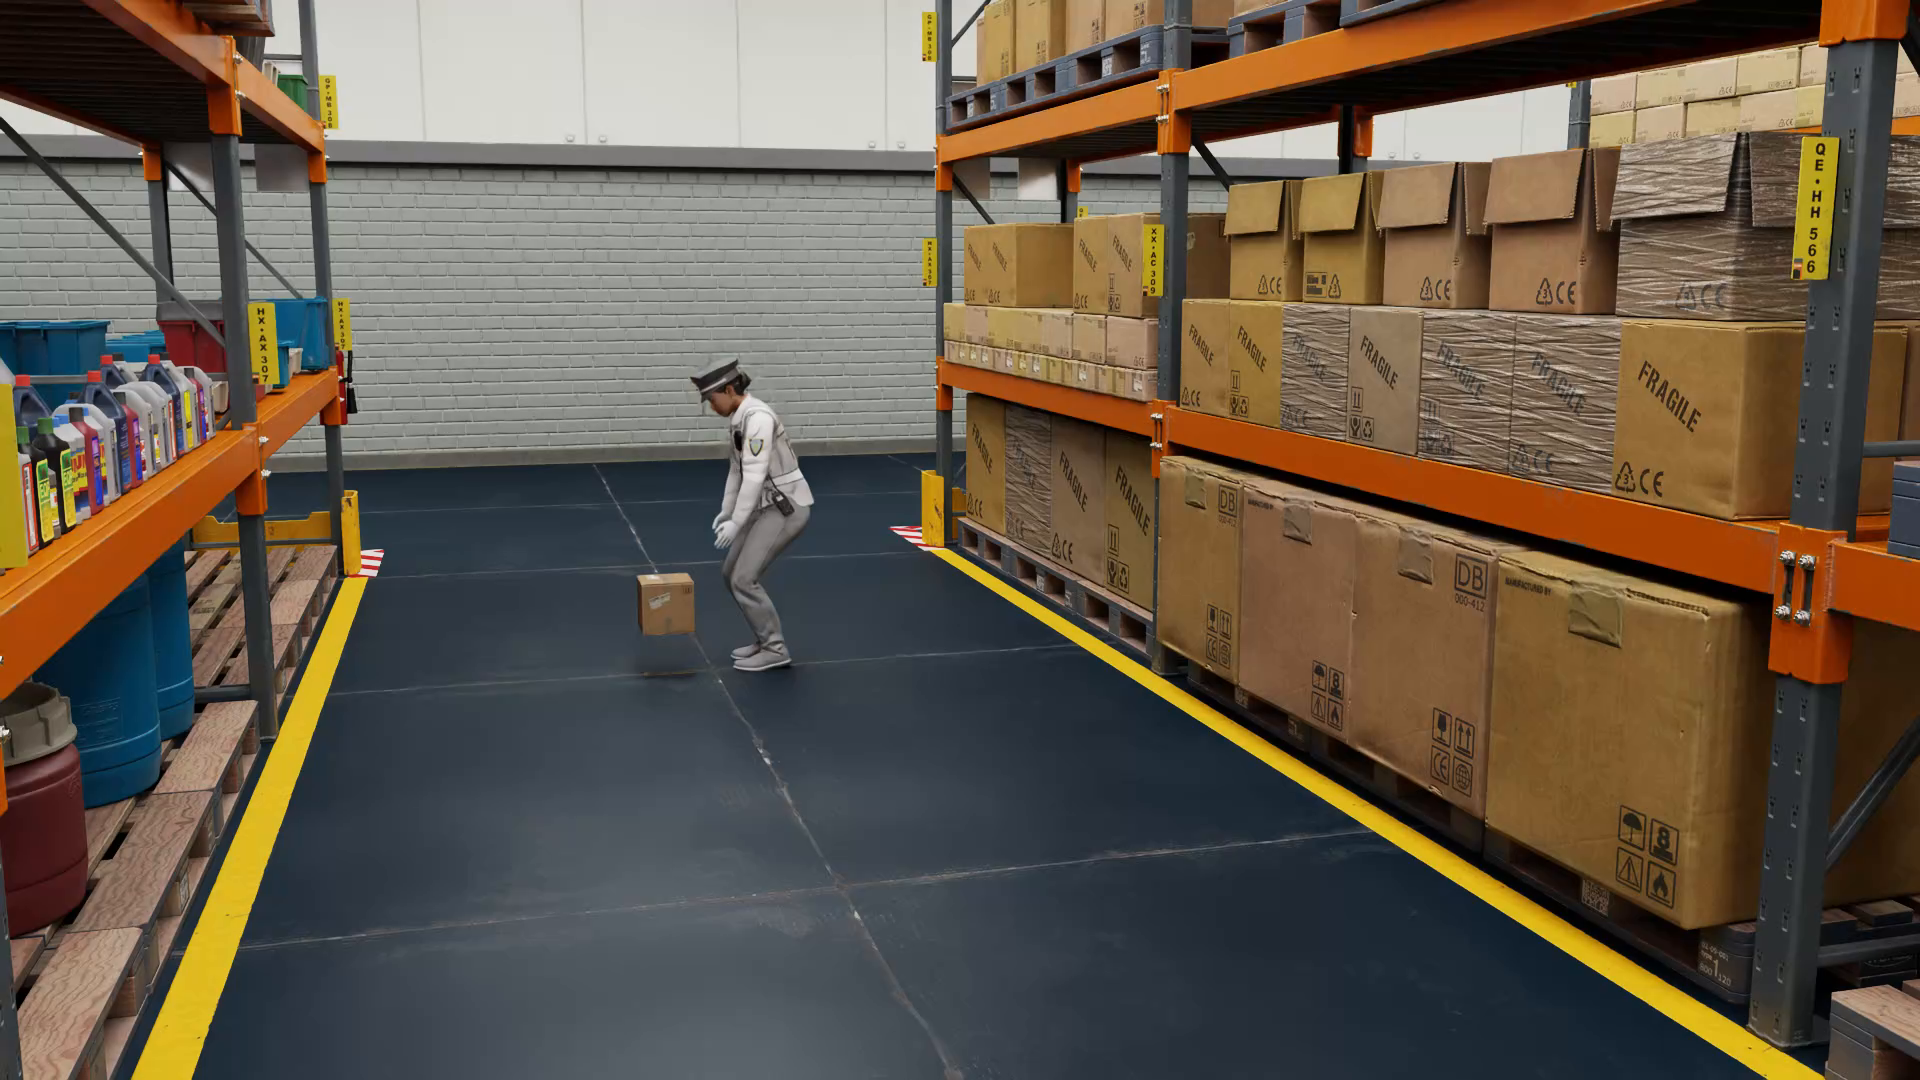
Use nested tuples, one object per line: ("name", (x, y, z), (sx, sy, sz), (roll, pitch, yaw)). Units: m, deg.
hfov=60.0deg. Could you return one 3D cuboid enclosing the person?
("person", (-1.006, -0.126, 8.115), (0.591, 1.522, 0.526), (-3, 10, -15))
